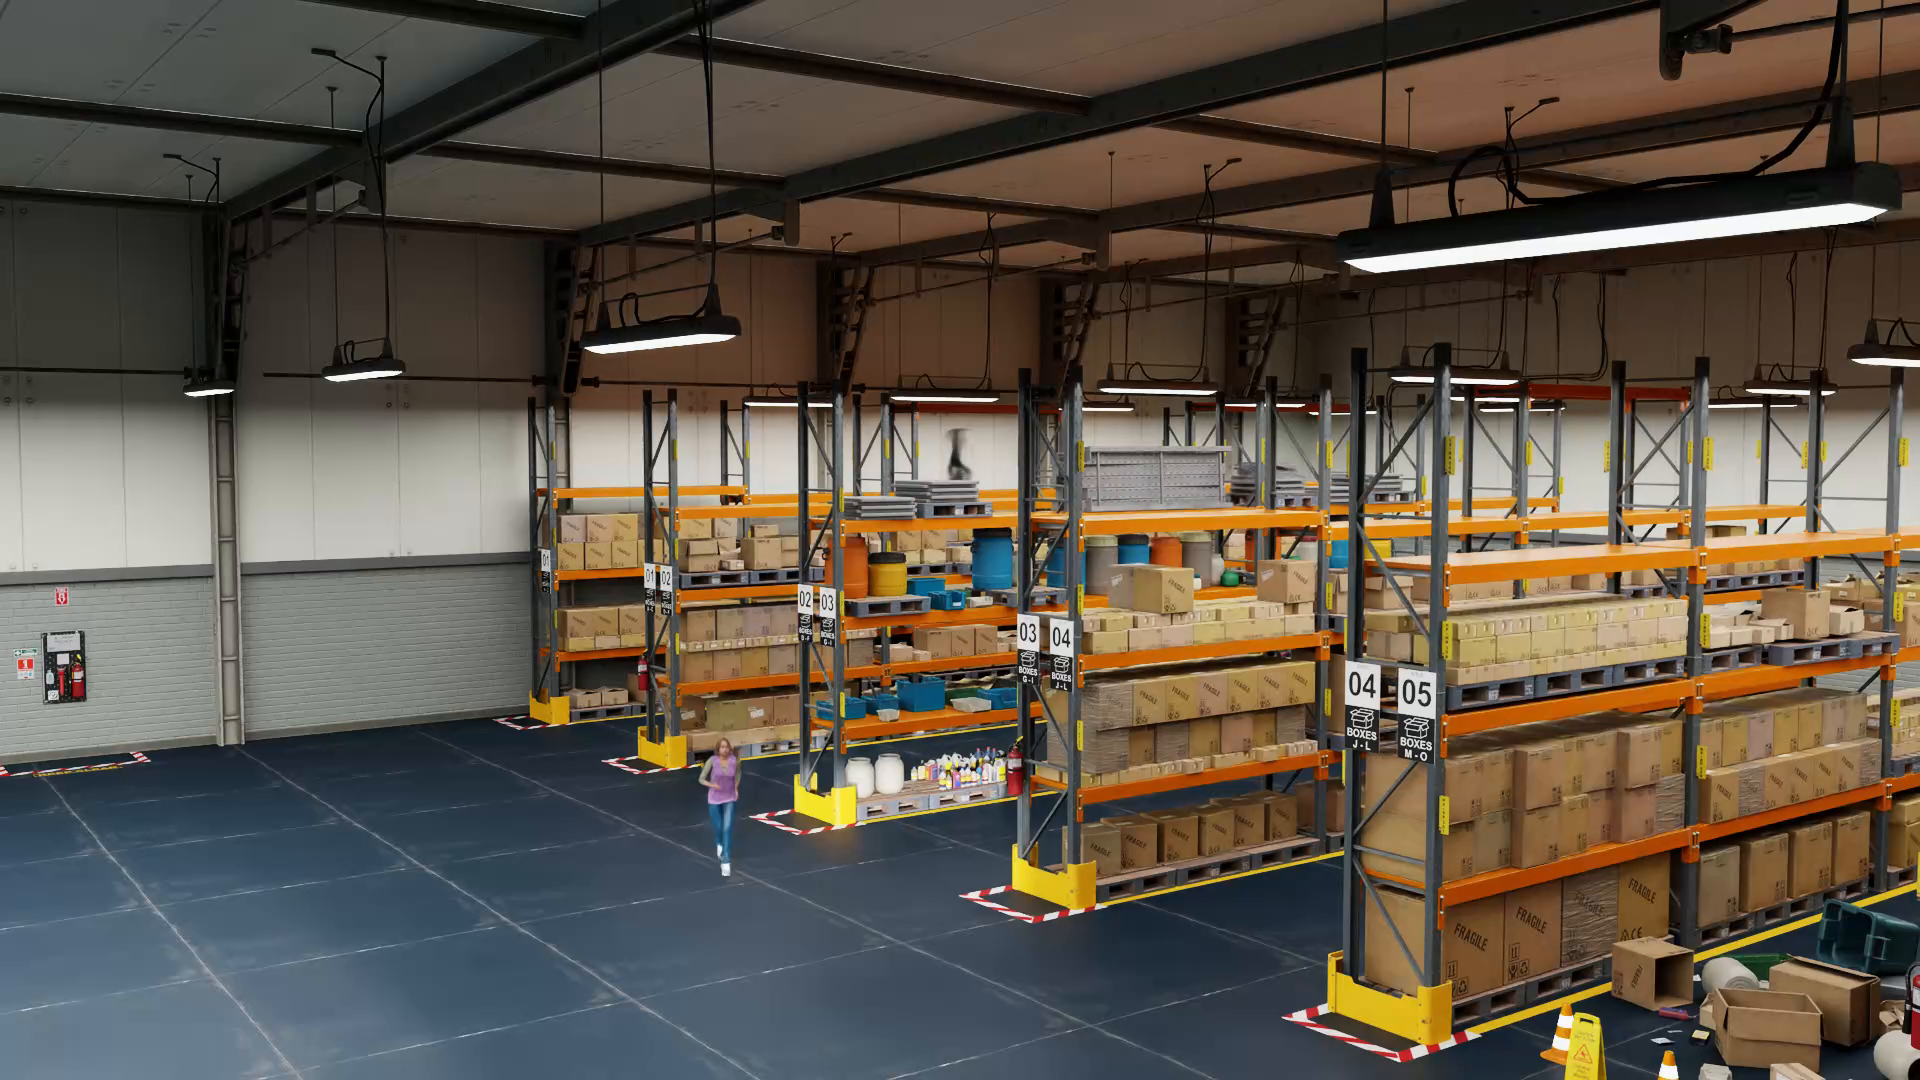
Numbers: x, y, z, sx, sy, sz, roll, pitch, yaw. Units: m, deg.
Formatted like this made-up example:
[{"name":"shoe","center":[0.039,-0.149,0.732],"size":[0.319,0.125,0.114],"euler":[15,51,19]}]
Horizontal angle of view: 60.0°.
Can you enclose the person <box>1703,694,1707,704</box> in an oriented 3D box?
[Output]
[{"name":"person","center":[10.303,2.914,23.220],"size":[0.655,1.756,0.917],"euler":[3,5,44]}]

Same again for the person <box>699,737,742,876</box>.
[{"name":"person","center":[-2.891,3.177,20.104],"size":[0.527,1.610,0.819],"euler":[-1,3,-12]}]
